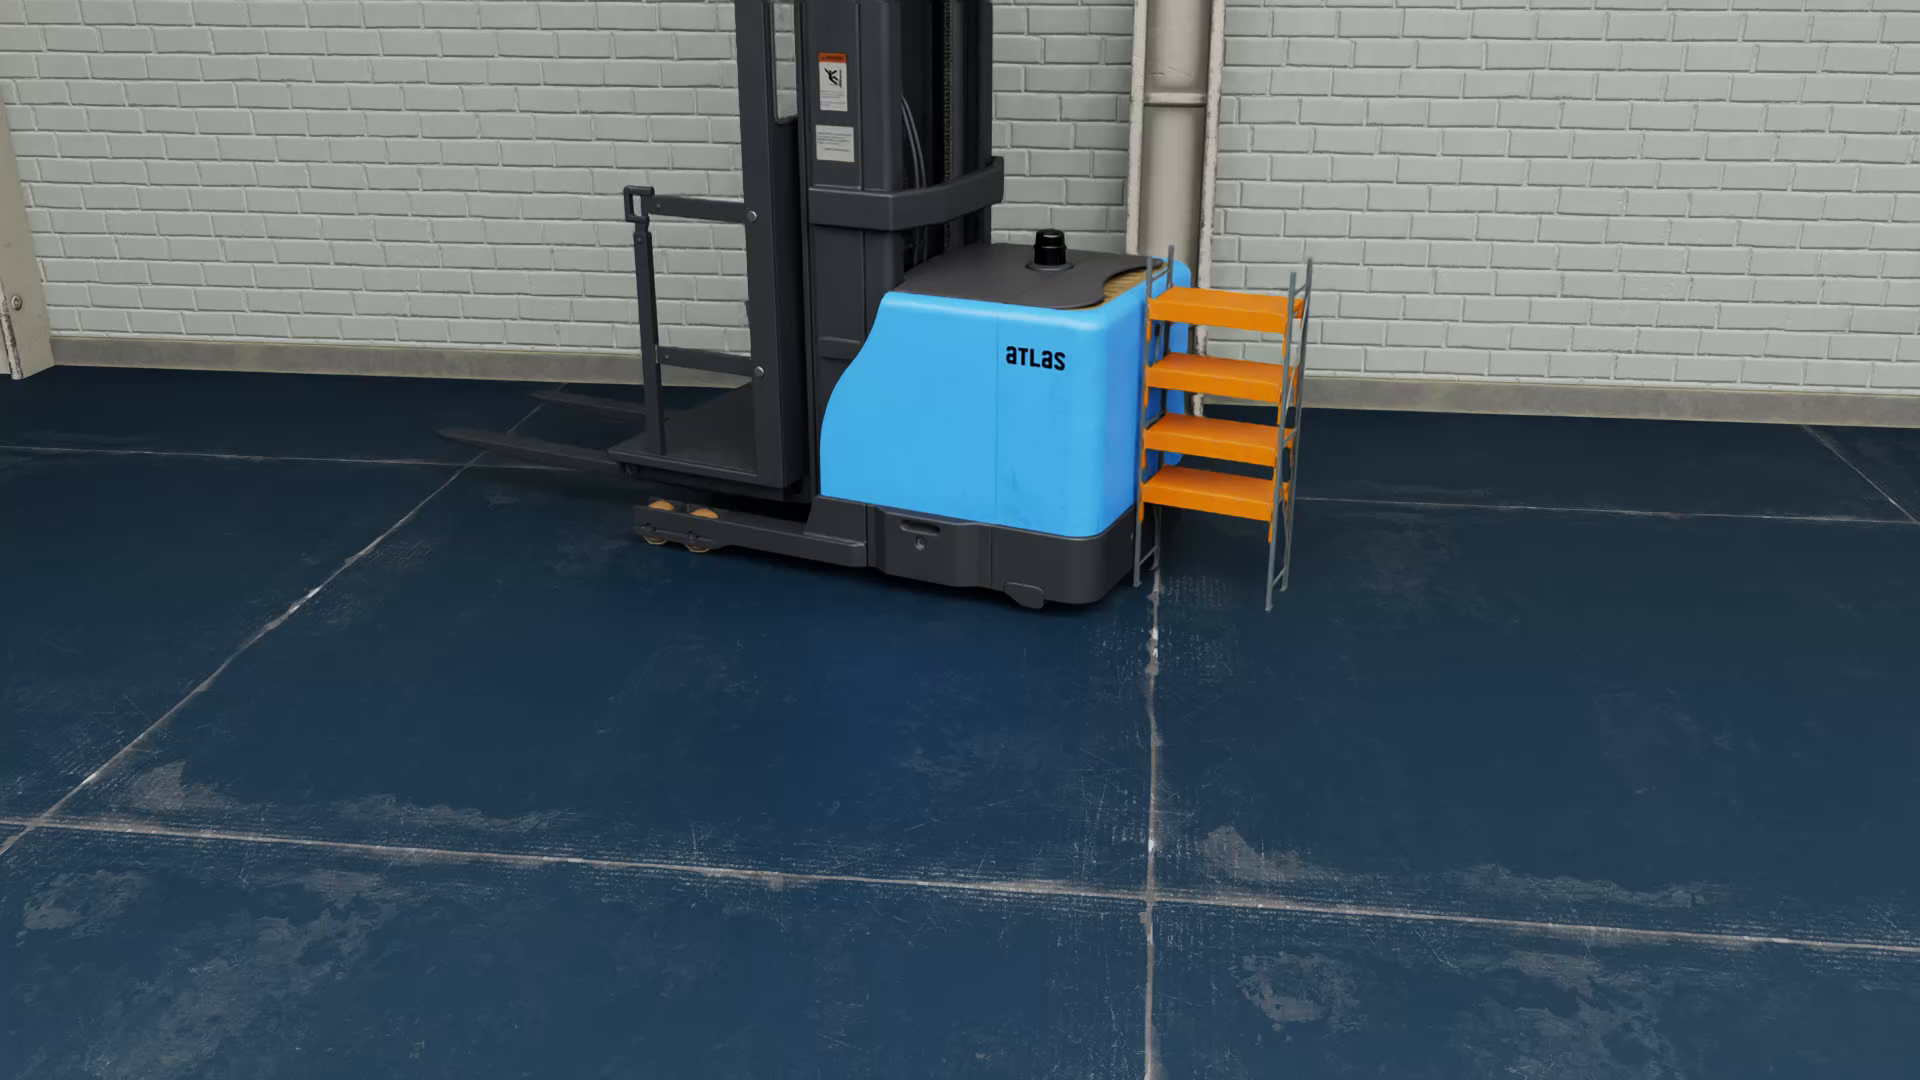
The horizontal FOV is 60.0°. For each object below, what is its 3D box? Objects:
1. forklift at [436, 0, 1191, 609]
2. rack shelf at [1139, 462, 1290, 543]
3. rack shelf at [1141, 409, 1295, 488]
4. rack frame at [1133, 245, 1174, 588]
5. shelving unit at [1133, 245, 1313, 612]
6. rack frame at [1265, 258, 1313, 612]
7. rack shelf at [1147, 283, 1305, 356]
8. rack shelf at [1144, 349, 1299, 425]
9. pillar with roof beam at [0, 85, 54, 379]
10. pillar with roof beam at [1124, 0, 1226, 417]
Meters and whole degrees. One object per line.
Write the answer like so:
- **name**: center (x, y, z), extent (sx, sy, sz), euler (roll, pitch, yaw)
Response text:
- **forklift**: center (-0.691, -1.476, 6.188), extent (3.031, 2.935, 1.130), euler (10, 24, 24)
- **rack shelf**: center (0.904, -0.139, 5.882), extent (0.480, 0.148, 0.258), euler (10, 24, 24)
- **rack shelf**: center (0.904, -0.323, 5.809), extent (0.480, 0.148, 0.258), euler (10, 24, 24)
- **rack frame**: center (0.684, -0.424, 5.881), extent (0.015, 1.200, 0.240), euler (10, 24, 24)
- **shelving unit**: center (0.904, -0.386, 5.784), extent (0.503, 1.200, 0.258), euler (10, 24, 24)
- **rack frame**: center (1.125, -0.347, 5.686), extent (0.015, 1.200, 0.240), euler (10, 24, 24)
- **rack shelf**: center (0.904, -0.751, 5.639), extent (0.480, 0.148, 0.258), euler (10, 24, 24)
- **rack shelf**: center (0.904, -0.531, 5.726), extent (0.480, 0.148, 0.258), euler (10, 24, 24)
- **pillar with roof beam**: center (-5.496, -3.502, 3.058), extent (0.400, 9.000, 9.100), euler (2, 22, 6)
- **pillar with roof beam**: center (0.462, -3.242, 2.401), extent (0.400, 9.000, 9.100), euler (2, 22, 6)
